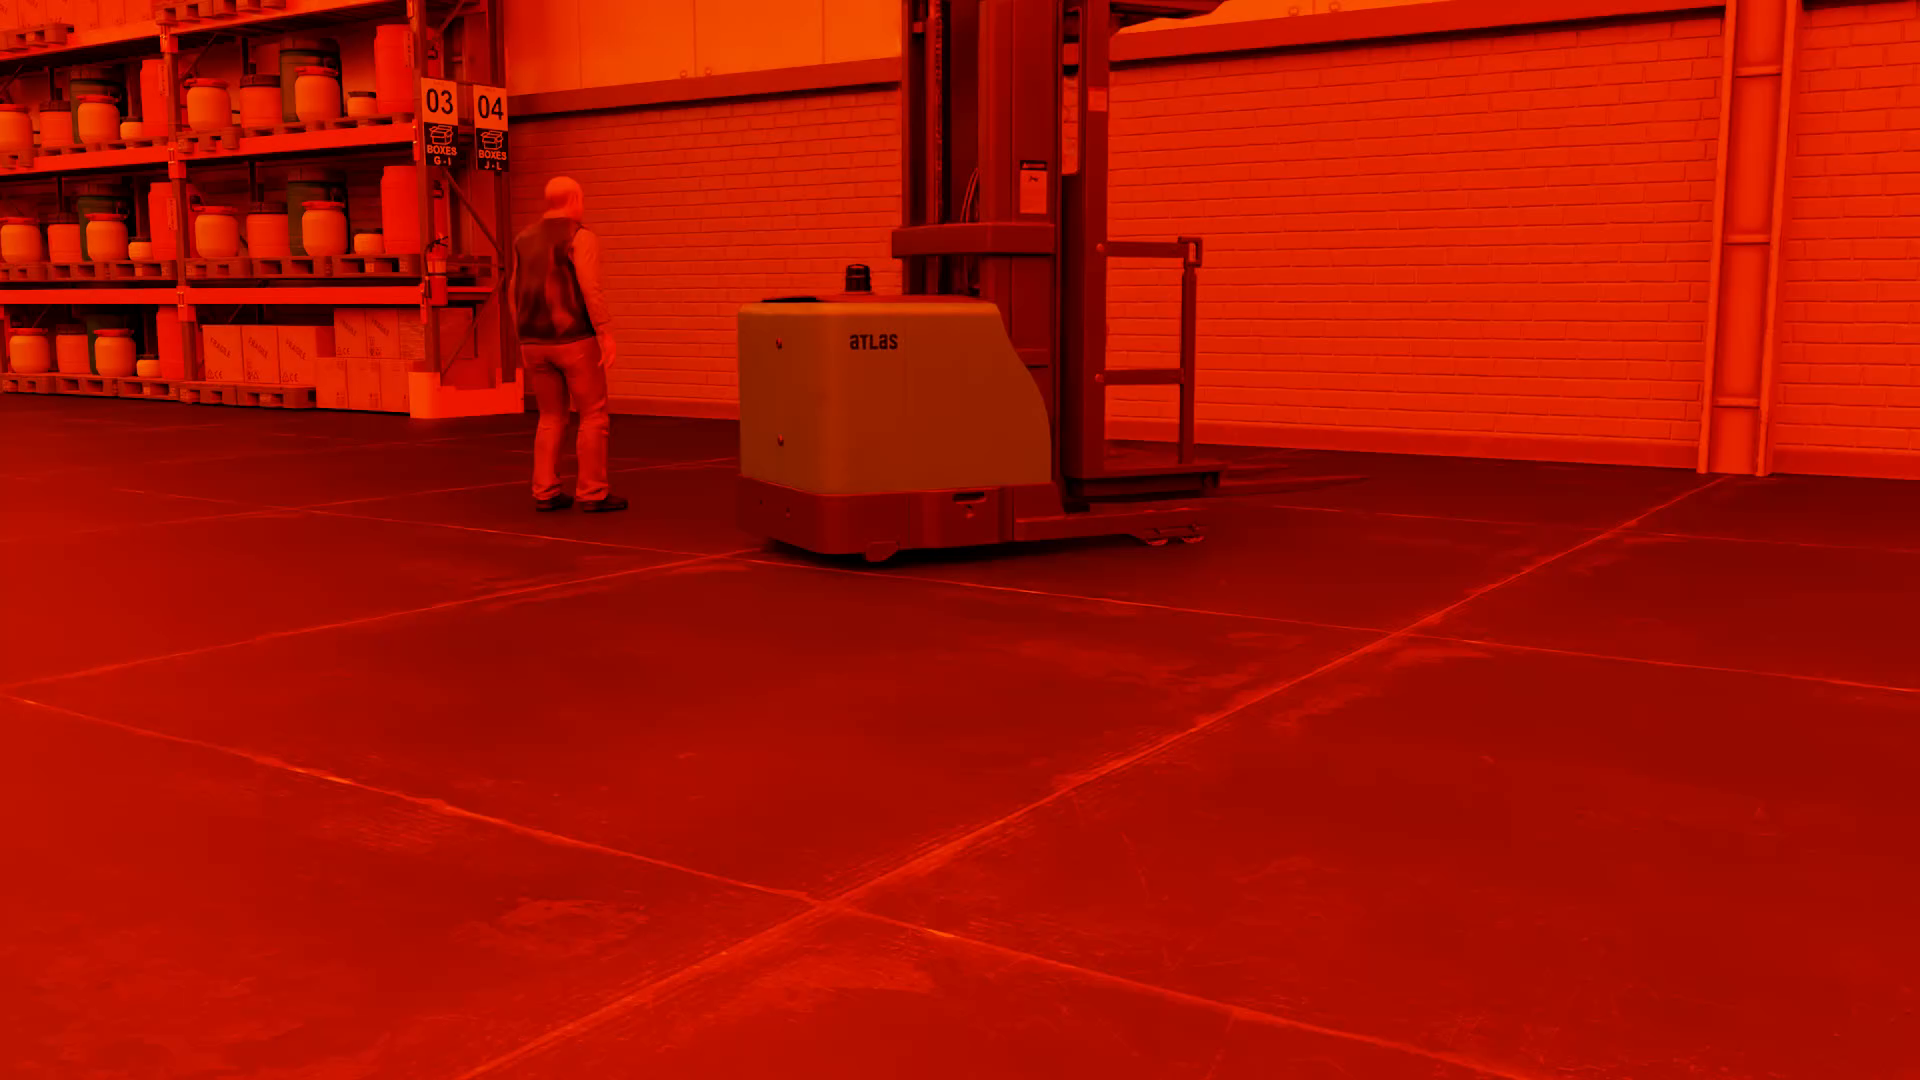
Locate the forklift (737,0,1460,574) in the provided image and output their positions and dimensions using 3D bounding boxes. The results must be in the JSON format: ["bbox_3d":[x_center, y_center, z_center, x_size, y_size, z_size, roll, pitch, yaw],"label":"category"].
[{"bbox_3d":[0.554,-1.400,7.037,3.031,2.935,1.130,4,9,26],"label":"forklift"}]

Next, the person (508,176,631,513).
[{"bbox_3d":[-2.063,-1.009,8.596,0.579,1.719,0.421,4,9,26],"label":"person"}]
